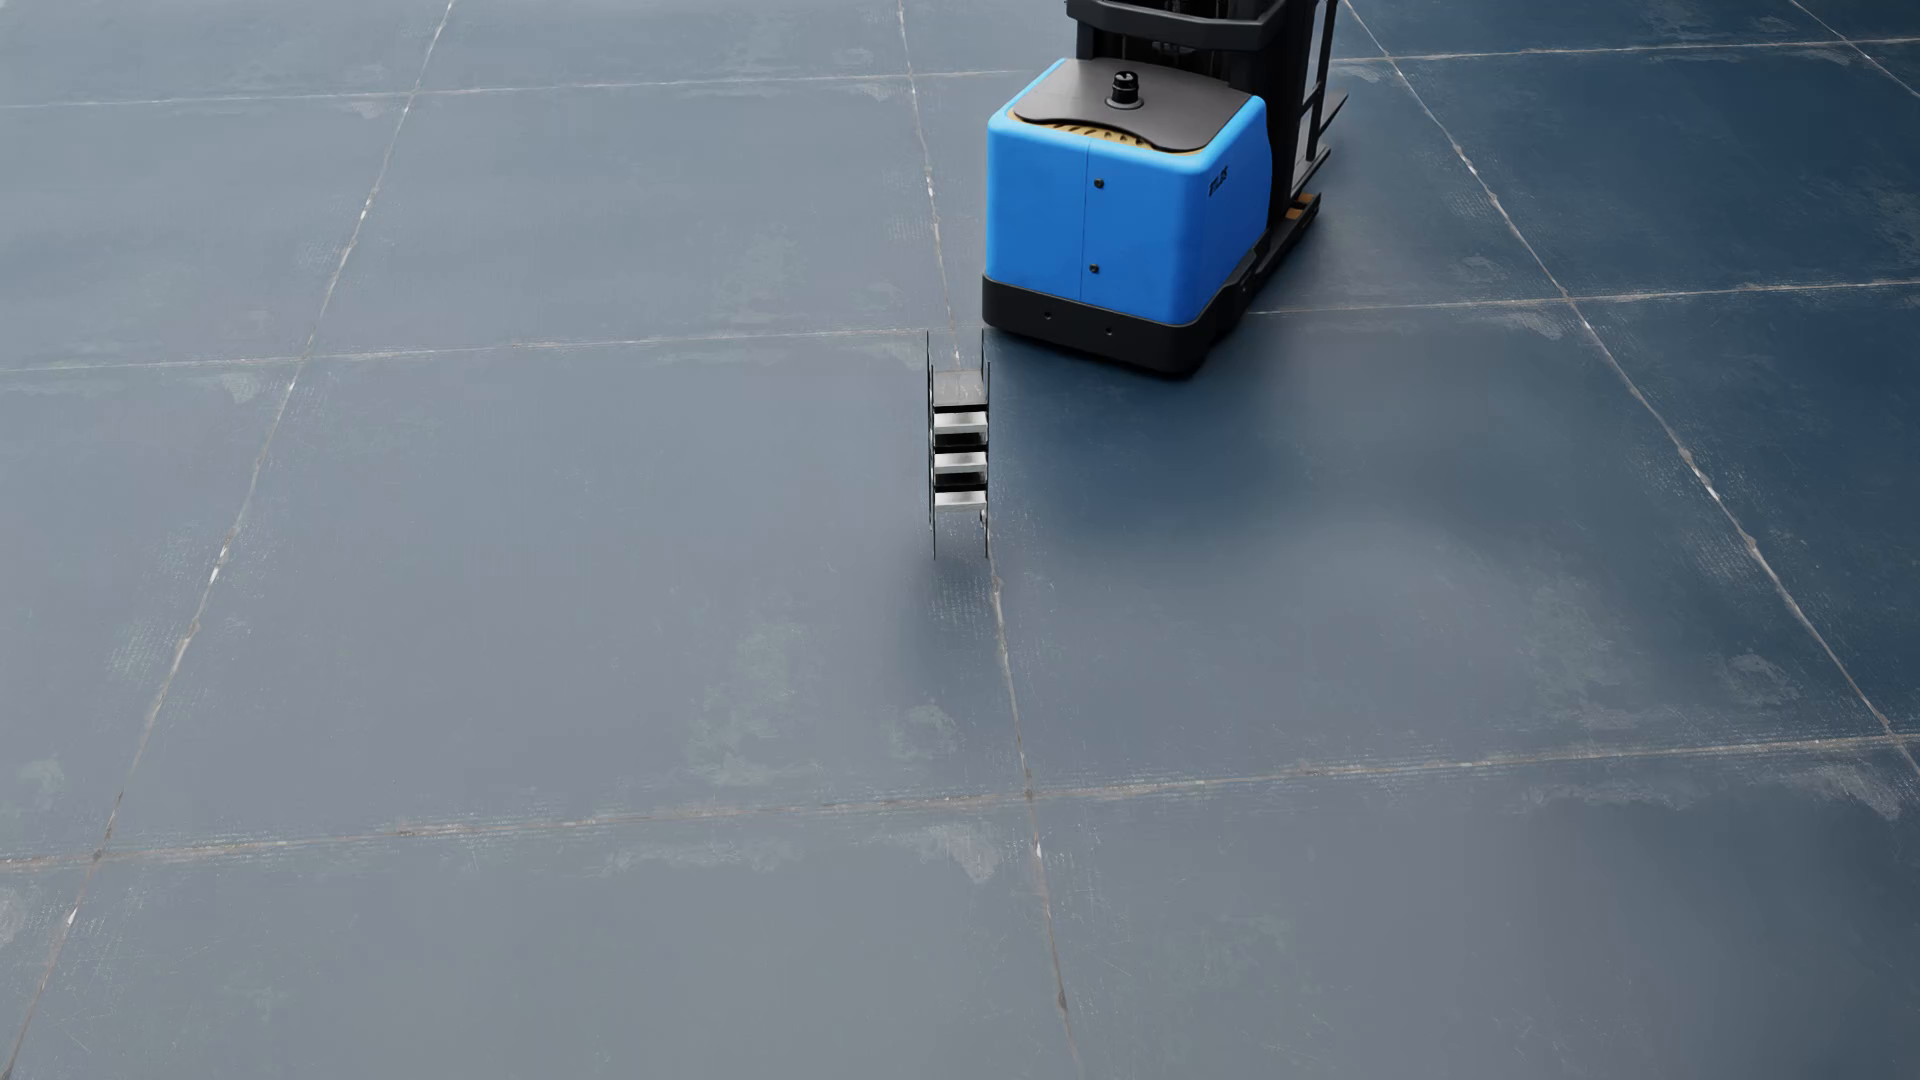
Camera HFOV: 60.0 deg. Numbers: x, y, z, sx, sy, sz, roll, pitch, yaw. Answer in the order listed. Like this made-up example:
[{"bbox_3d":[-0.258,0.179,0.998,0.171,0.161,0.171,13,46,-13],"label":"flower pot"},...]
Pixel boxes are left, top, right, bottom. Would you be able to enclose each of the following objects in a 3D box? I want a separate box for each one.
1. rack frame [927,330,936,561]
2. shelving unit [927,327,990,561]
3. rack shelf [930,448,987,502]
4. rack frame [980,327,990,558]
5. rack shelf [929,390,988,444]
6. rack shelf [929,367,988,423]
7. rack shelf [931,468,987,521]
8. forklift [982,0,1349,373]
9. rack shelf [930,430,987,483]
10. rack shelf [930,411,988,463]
[{"bbox_3d":[-0.109,-0.347,6.308,0.006,0.900,0.240,-3,38,-4],"label":"rack frame"},{"bbox_3d":[-0.008,-0.353,6.315,0.210,0.900,0.258,-3,38,-4],"label":"shelving unit"},{"bbox_3d":[-0.008,-0.256,6.392,0.200,0.077,0.258,-3,38,-4],"label":"rack shelf"},{"bbox_3d":[0.093,-0.358,6.322,0.006,0.900,0.240,-3,38,-4],"label":"rack frame"},{"bbox_3d":[-0.008,-0.468,6.224,0.200,0.077,0.258,-3,38,-4],"label":"rack shelf"},{"bbox_3d":[-0.008,-0.539,6.169,0.200,0.077,0.258,-3,38,-4],"label":"rack shelf"},{"bbox_3d":[-0.008,-0.185,6.447,0.200,0.077,0.258,-3,38,-4],"label":"rack shelf"},{"bbox_3d":[1.224,-2.800,7.777,1.130,2.935,3.031,18,42,21],"label":"forklift"},{"bbox_3d":[-0.008,-0.327,6.336,0.200,0.077,0.258,-3,38,-4],"label":"rack shelf"},{"bbox_3d":[-0.008,-0.397,6.280,0.200,0.077,0.258,-3,38,-4],"label":"rack shelf"}]
